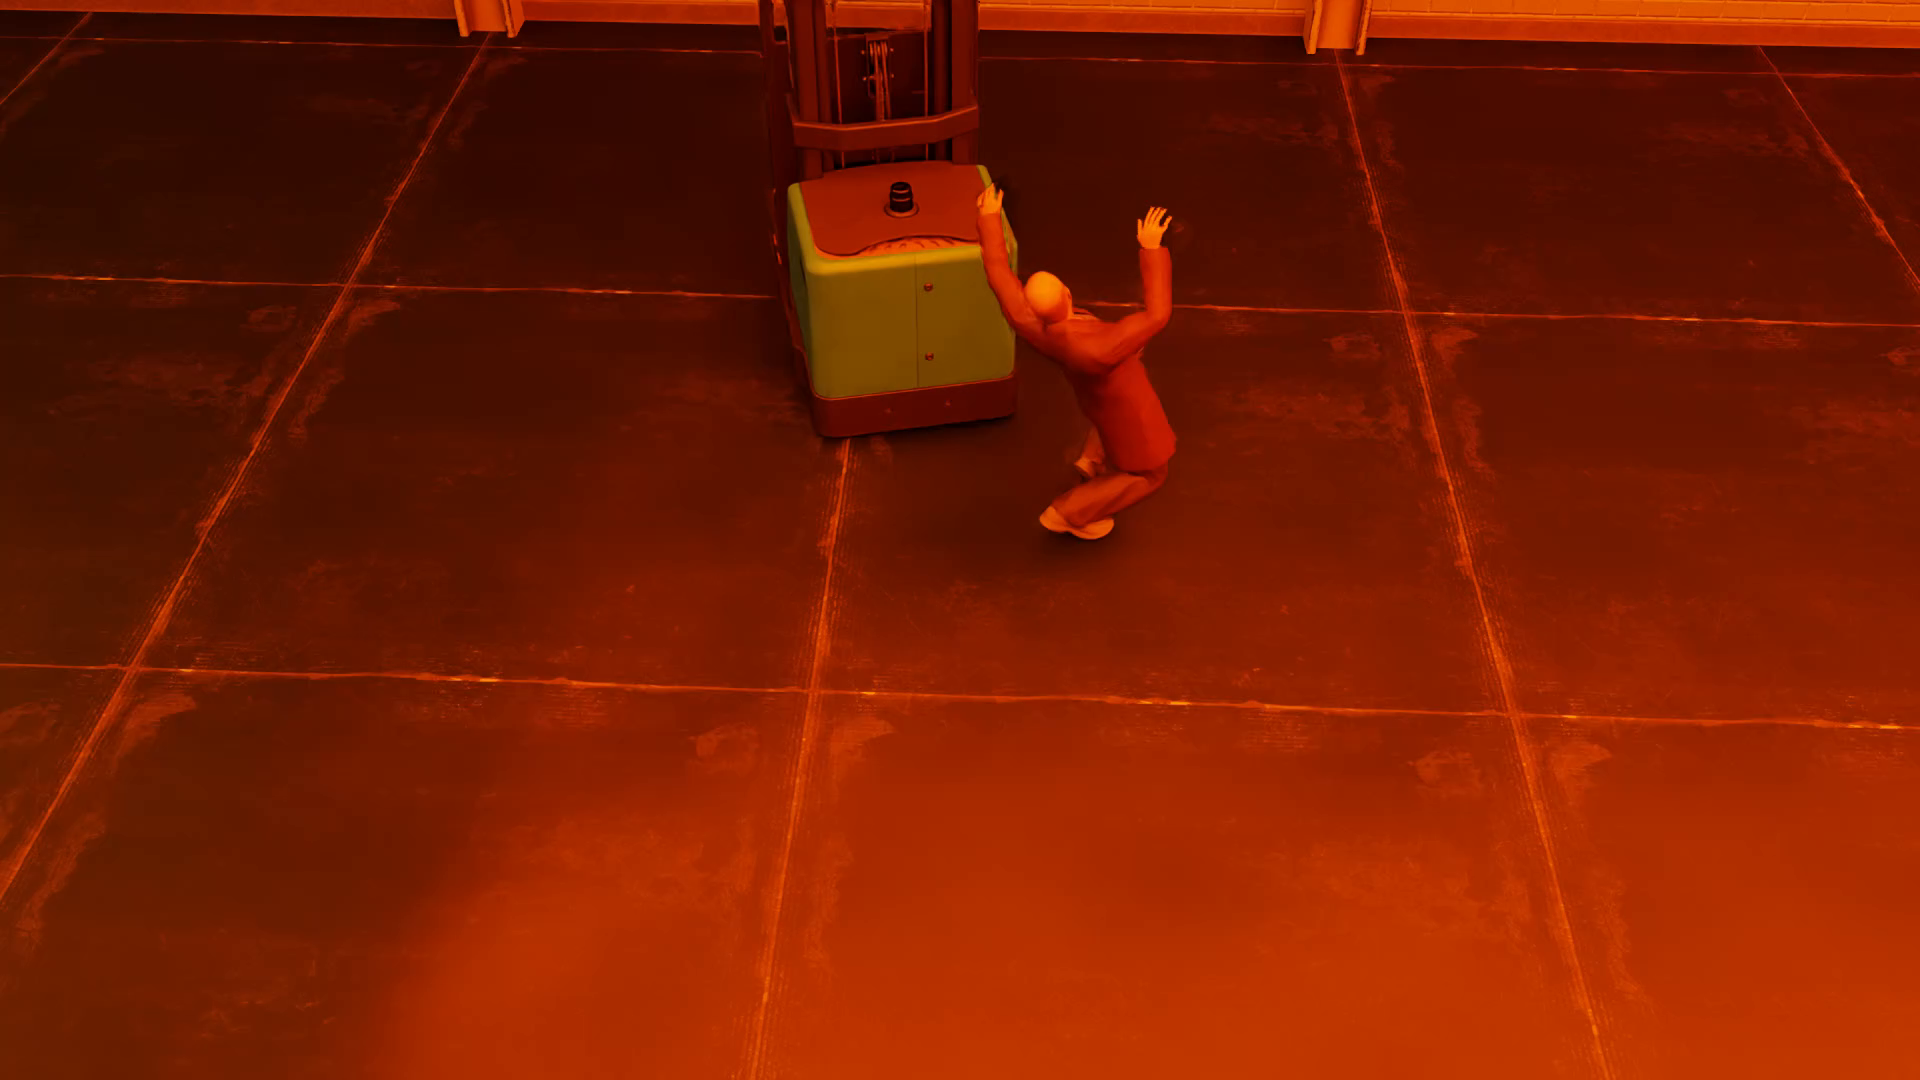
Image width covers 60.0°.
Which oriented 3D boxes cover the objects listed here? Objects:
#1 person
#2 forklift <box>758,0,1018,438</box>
[{"bbox_3d":[0.561,-0.853,7.622,0.821,1.723,1.148,-23,47,-23],"label":"person"},{"bbox_3d":[-0.499,-2.602,8.593,1.130,2.935,3.031,-8,43,-8],"label":"forklift"}]
